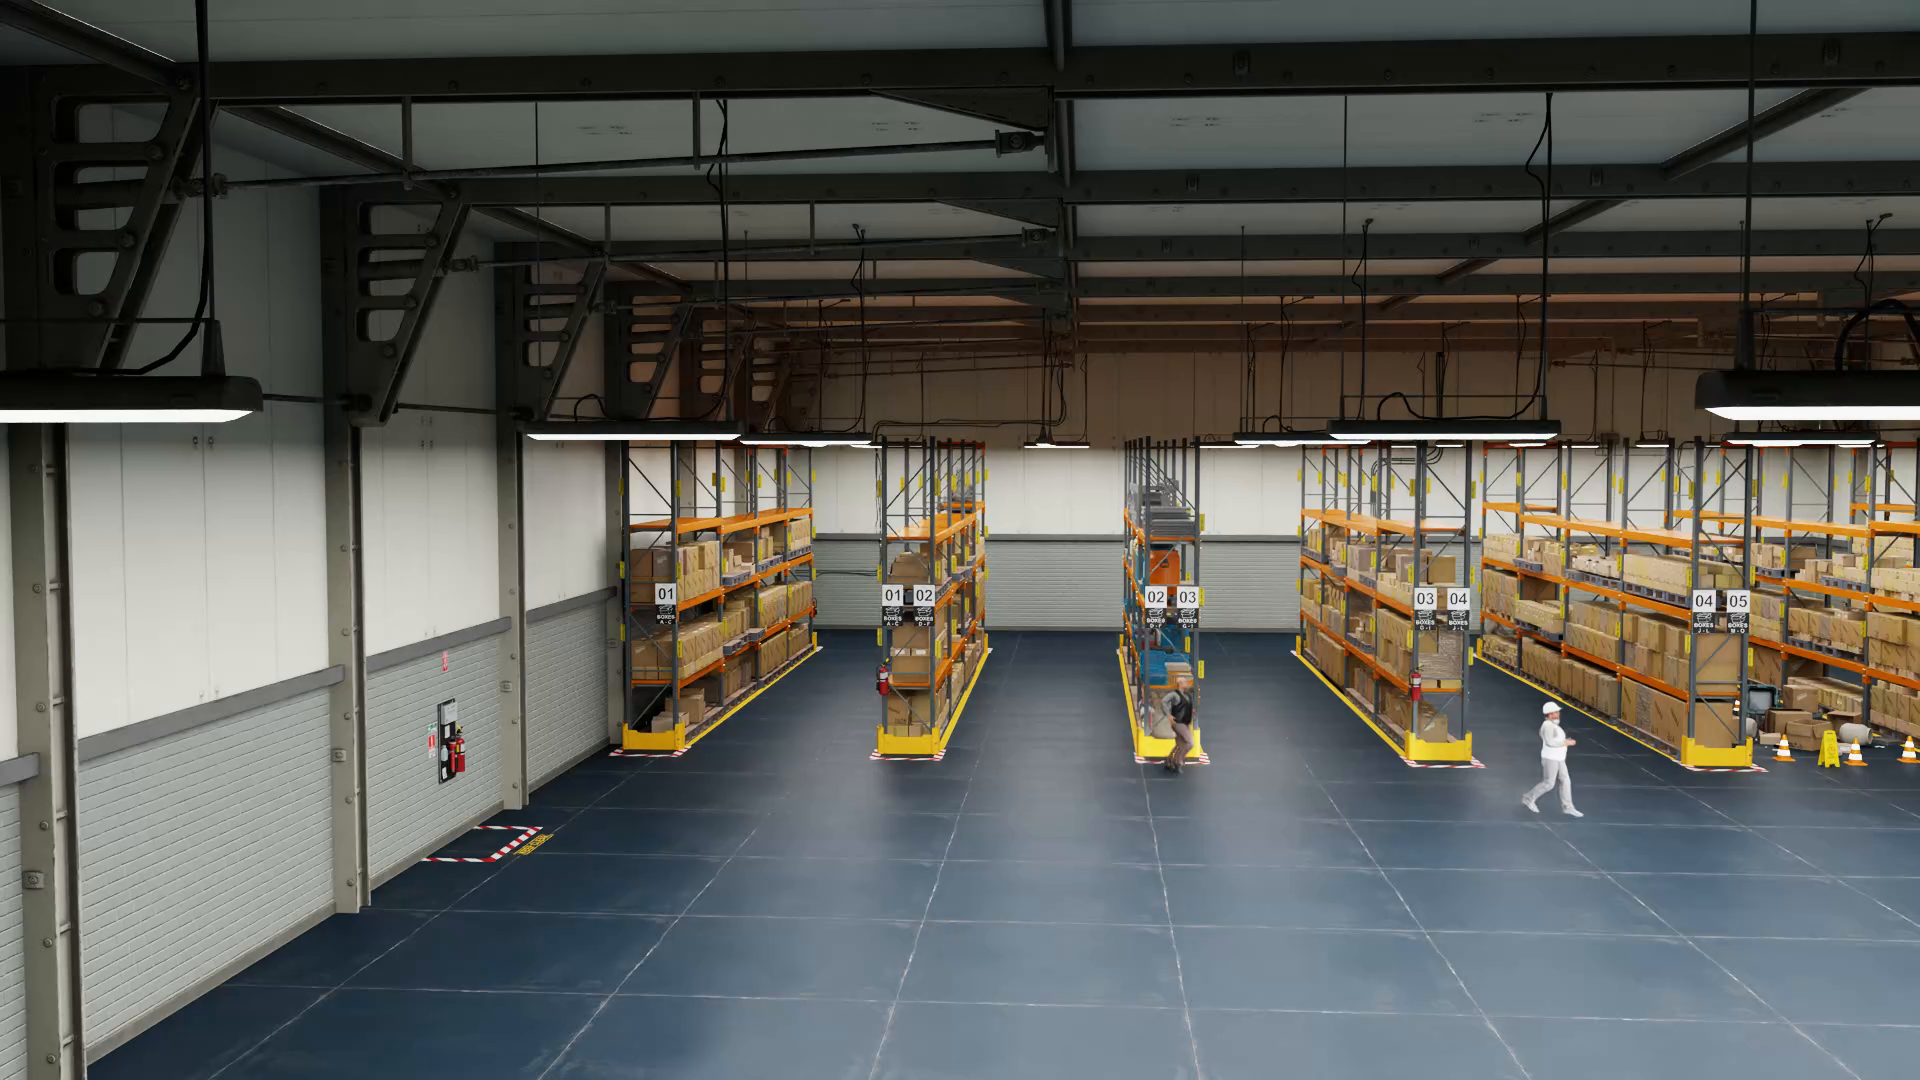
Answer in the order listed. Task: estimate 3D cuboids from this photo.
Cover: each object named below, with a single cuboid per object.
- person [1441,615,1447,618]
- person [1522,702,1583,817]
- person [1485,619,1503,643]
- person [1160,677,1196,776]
[{"bbox_3d":[13.674,2.472,47.051,0.486,1.519,0.639,-3,4,-39],"label":"person"},{"bbox_3d":[9.264,3.413,25.961,0.906,1.766,0.661,2,4,31],"label":"person"},{"bbox_3d":[15.271,2.341,47.468,0.932,1.746,0.693,0,3,2],"label":"person"},{"bbox_3d":[3.937,3.298,29.584,0.629,1.716,0.661,2,4,31],"label":"person"}]
